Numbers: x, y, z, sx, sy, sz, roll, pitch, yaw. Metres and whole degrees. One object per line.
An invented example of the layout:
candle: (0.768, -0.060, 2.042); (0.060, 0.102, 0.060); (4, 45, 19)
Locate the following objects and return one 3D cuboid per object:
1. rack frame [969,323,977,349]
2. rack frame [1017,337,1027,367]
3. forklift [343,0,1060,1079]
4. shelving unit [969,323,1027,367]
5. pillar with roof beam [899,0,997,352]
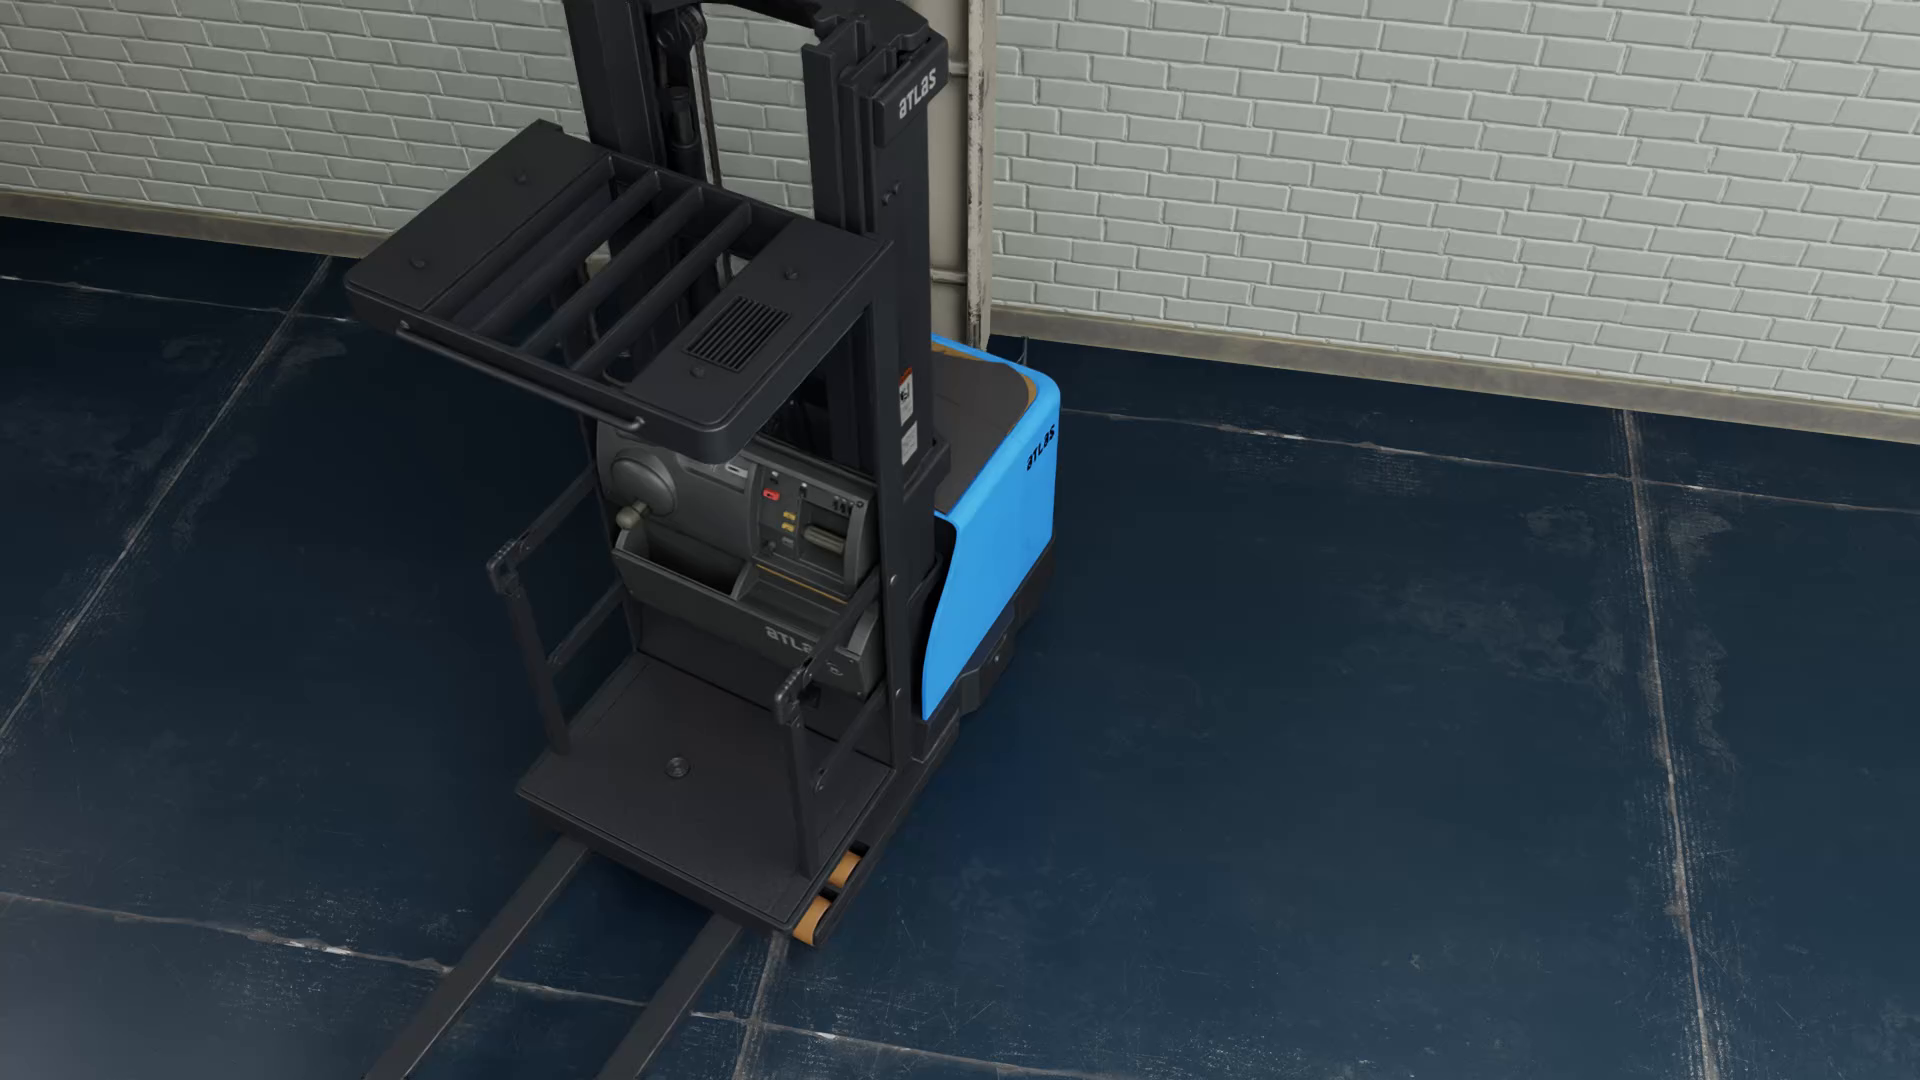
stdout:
rack frame: (0.013, -0.434, 6.507); (0.006, 0.900, 0.240); (18, 51, 16)
rack frame: (0.199, -0.373, 6.452); (0.006, 0.900, 0.240); (18, 51, 16)
forklift: (-0.781, -0.031, 4.780); (1.130, 2.935, 3.031); (22, 52, 19)
shelving unit: (0.106, -0.404, 6.480); (0.210, 0.900, 0.258); (18, 51, 16)
pillar with roof beam: (-0.847, -0.735, 1.333); (0.400, 9.000, 9.100); (8, 49, 7)
